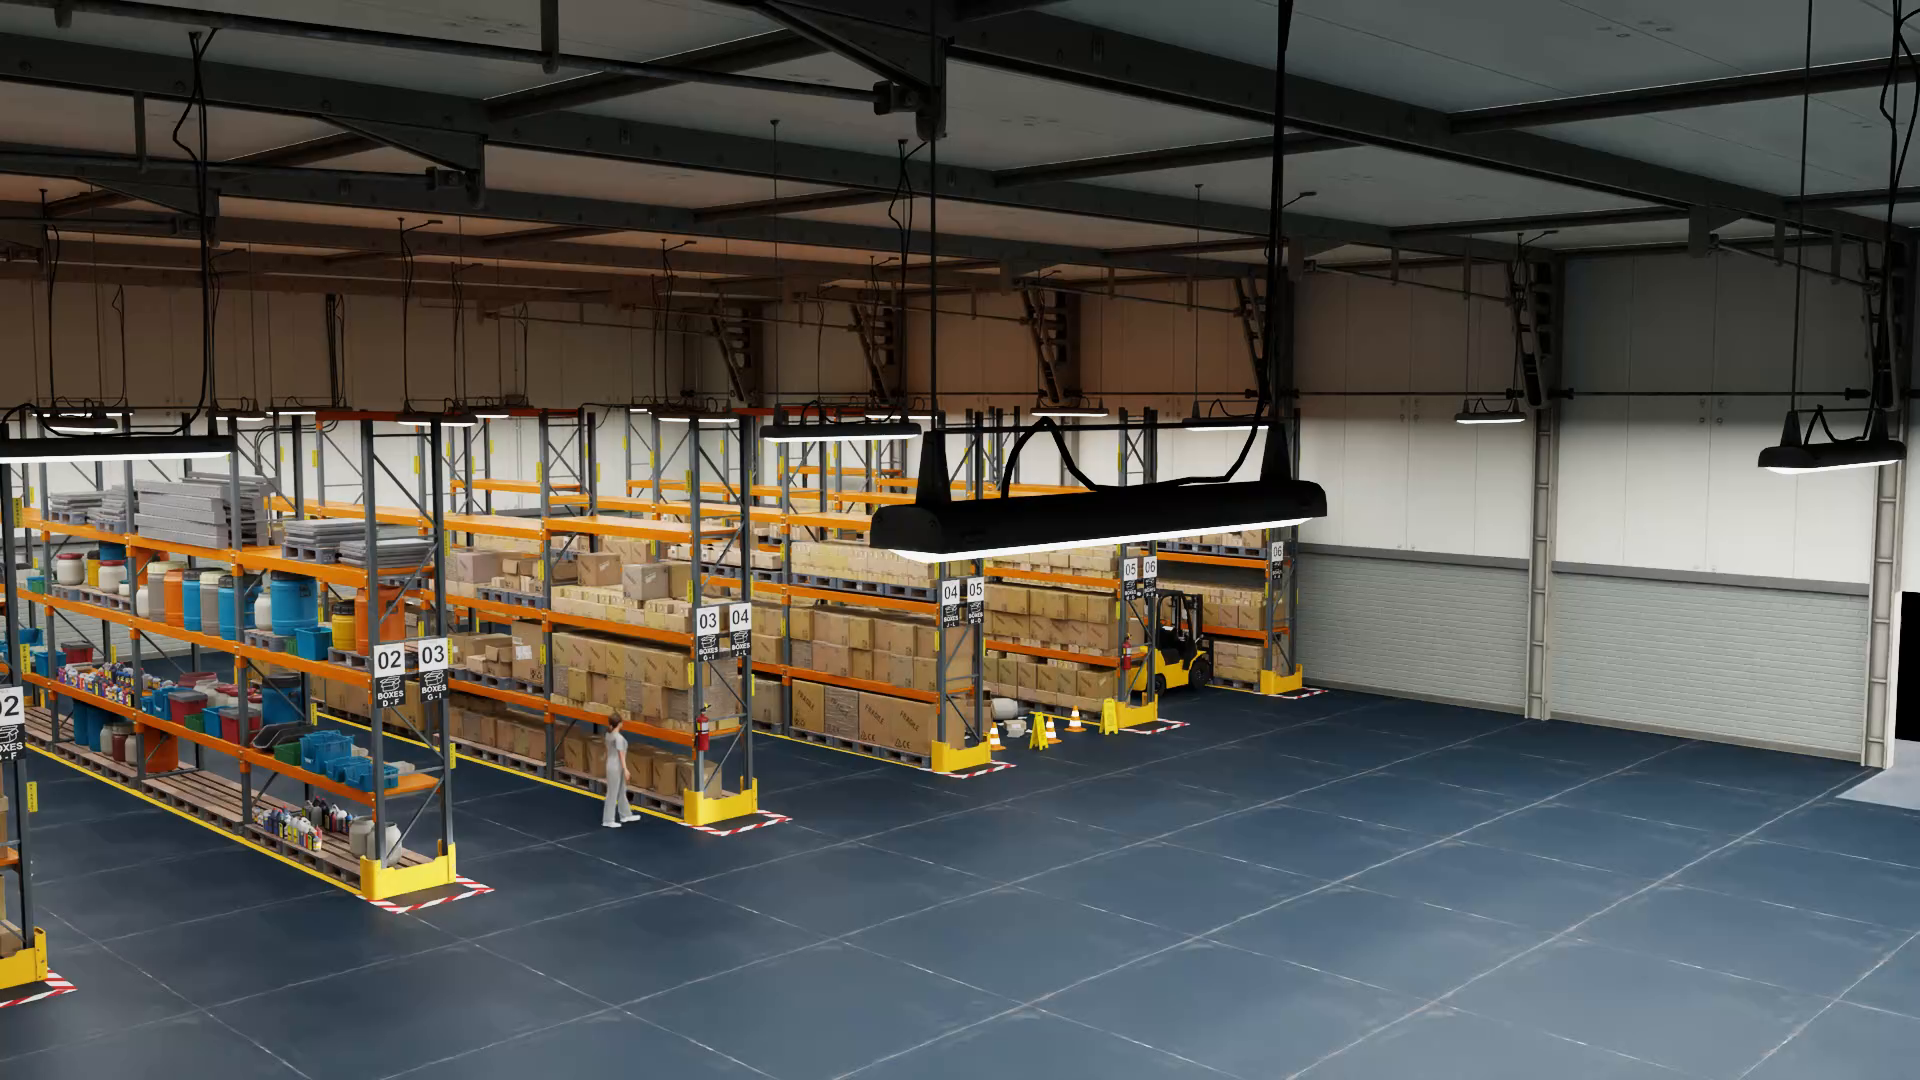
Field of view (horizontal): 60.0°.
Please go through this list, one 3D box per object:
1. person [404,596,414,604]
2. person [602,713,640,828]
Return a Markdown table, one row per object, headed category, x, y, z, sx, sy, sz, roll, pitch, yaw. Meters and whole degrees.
| category | x | y | z | sx | sy | sz | roll | pitch | yaw |
| --- | --- | --- | --- | --- | --- | --- | --- | --- | --- |
| person | -12.806 | 2.057 | 38.323 | 0.632 | 1.751 | 0.841 | -1 | 5 | -13 |
| person | -4.958 | 3.352 | 24.334 | 0.571 | 1.666 | 0.488 | -2 | 5 | -17 |
